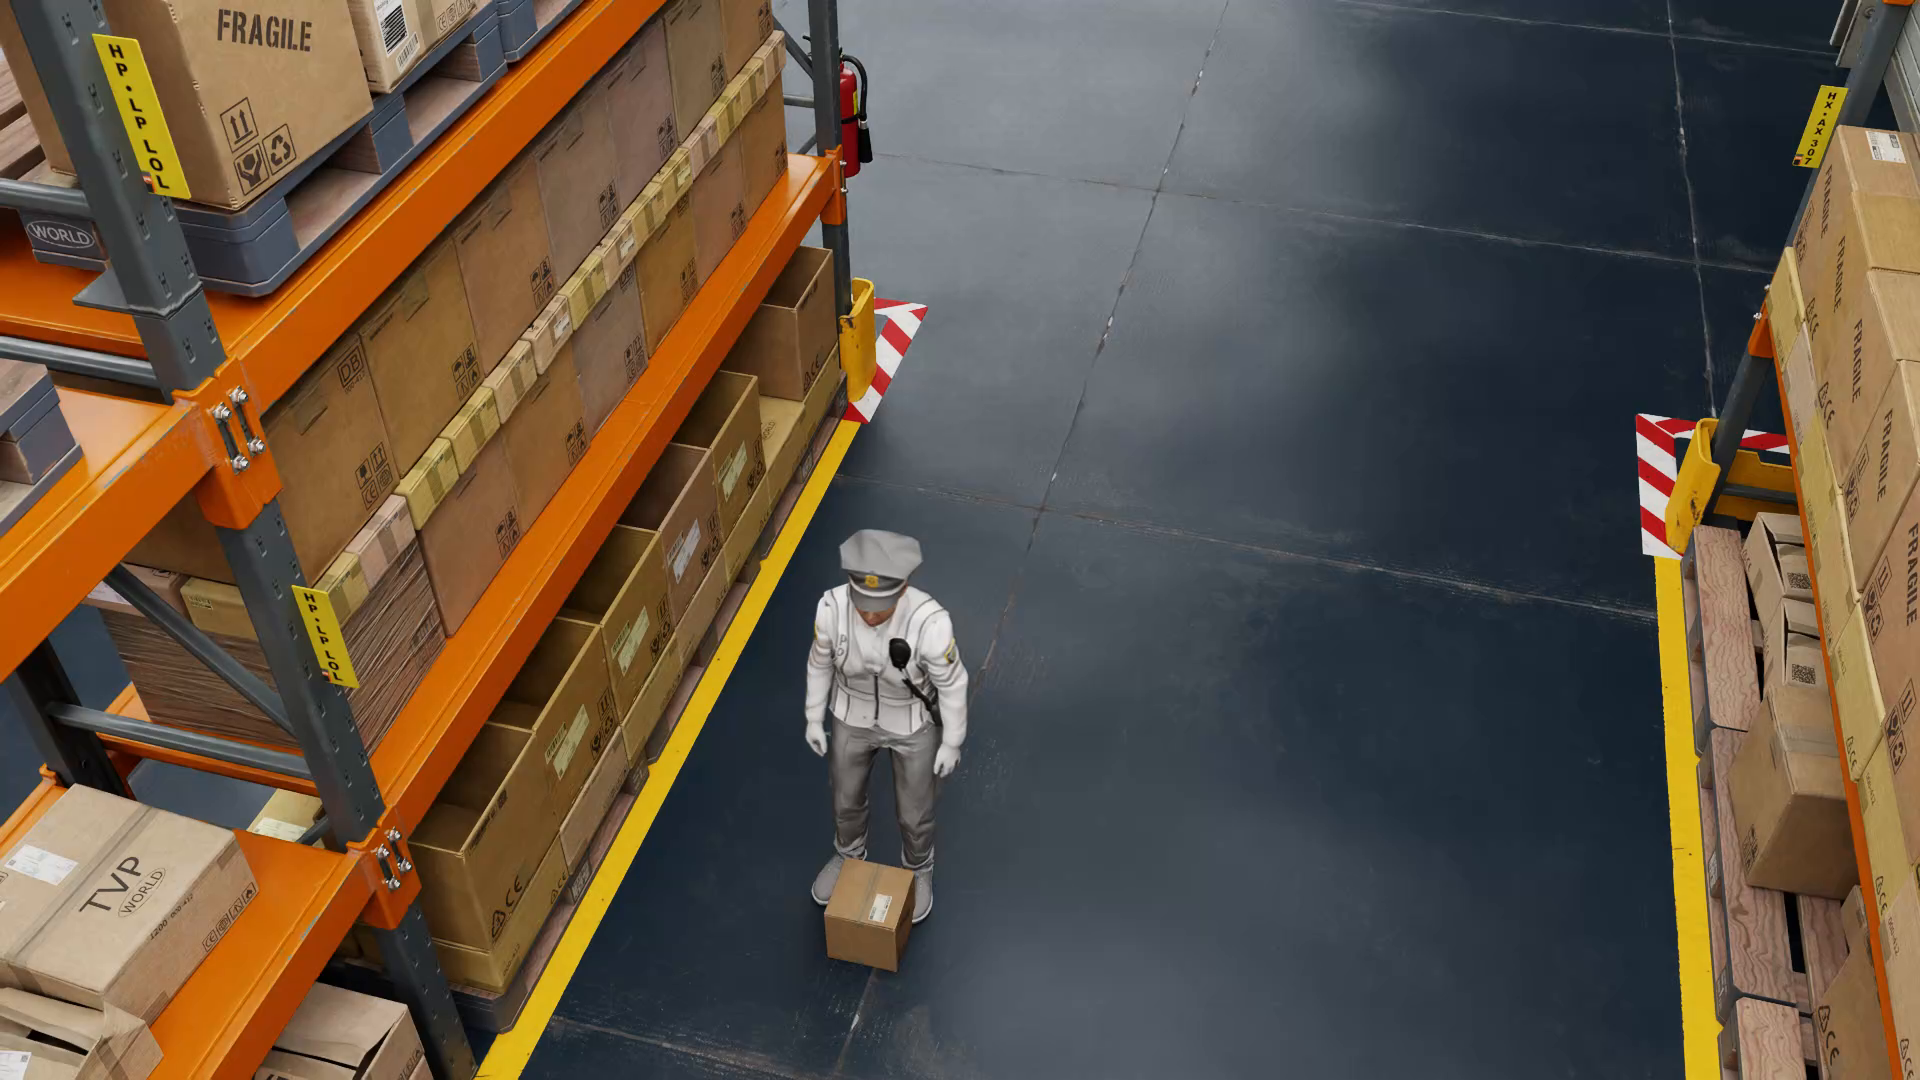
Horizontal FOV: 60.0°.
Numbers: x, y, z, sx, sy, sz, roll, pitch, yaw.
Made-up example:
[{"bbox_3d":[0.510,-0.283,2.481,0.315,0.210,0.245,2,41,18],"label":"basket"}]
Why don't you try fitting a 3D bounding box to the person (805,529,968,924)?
[{"bbox_3d":[-0.243,0.612,5.457,0.543,1.665,0.372,9,42,10],"label":"person"}]
